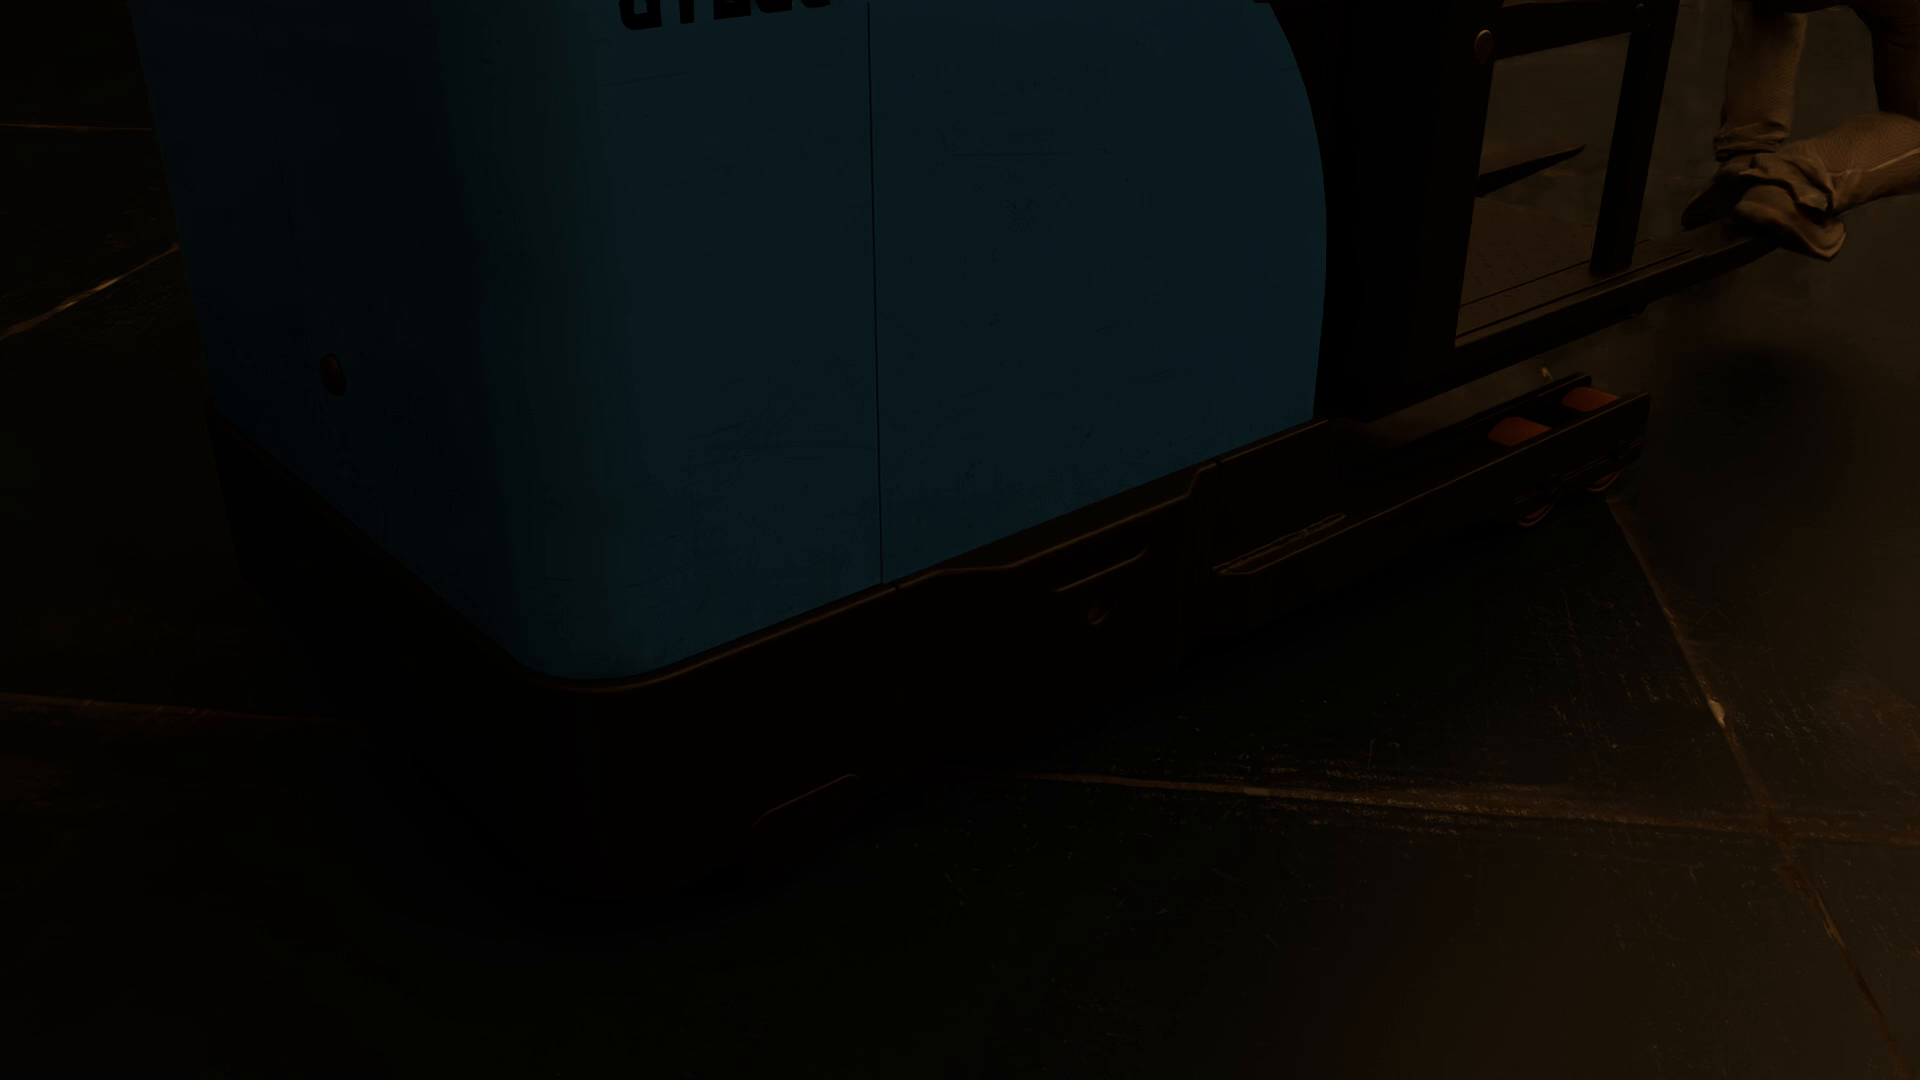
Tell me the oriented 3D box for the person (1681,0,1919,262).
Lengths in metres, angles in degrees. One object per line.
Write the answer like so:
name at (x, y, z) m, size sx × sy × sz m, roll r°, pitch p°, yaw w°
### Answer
person at (1.502, -1.320, 3.275) m, size 1.078 × 1.575 × 0.841 m, roll 17°, pitch 31°, yaw 31°

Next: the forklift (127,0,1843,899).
forklift at (0.462, -1.491, 2.205) m, size 3.031 × 2.935 × 1.130 m, roll -21°, pitch 33°, yaw -35°
